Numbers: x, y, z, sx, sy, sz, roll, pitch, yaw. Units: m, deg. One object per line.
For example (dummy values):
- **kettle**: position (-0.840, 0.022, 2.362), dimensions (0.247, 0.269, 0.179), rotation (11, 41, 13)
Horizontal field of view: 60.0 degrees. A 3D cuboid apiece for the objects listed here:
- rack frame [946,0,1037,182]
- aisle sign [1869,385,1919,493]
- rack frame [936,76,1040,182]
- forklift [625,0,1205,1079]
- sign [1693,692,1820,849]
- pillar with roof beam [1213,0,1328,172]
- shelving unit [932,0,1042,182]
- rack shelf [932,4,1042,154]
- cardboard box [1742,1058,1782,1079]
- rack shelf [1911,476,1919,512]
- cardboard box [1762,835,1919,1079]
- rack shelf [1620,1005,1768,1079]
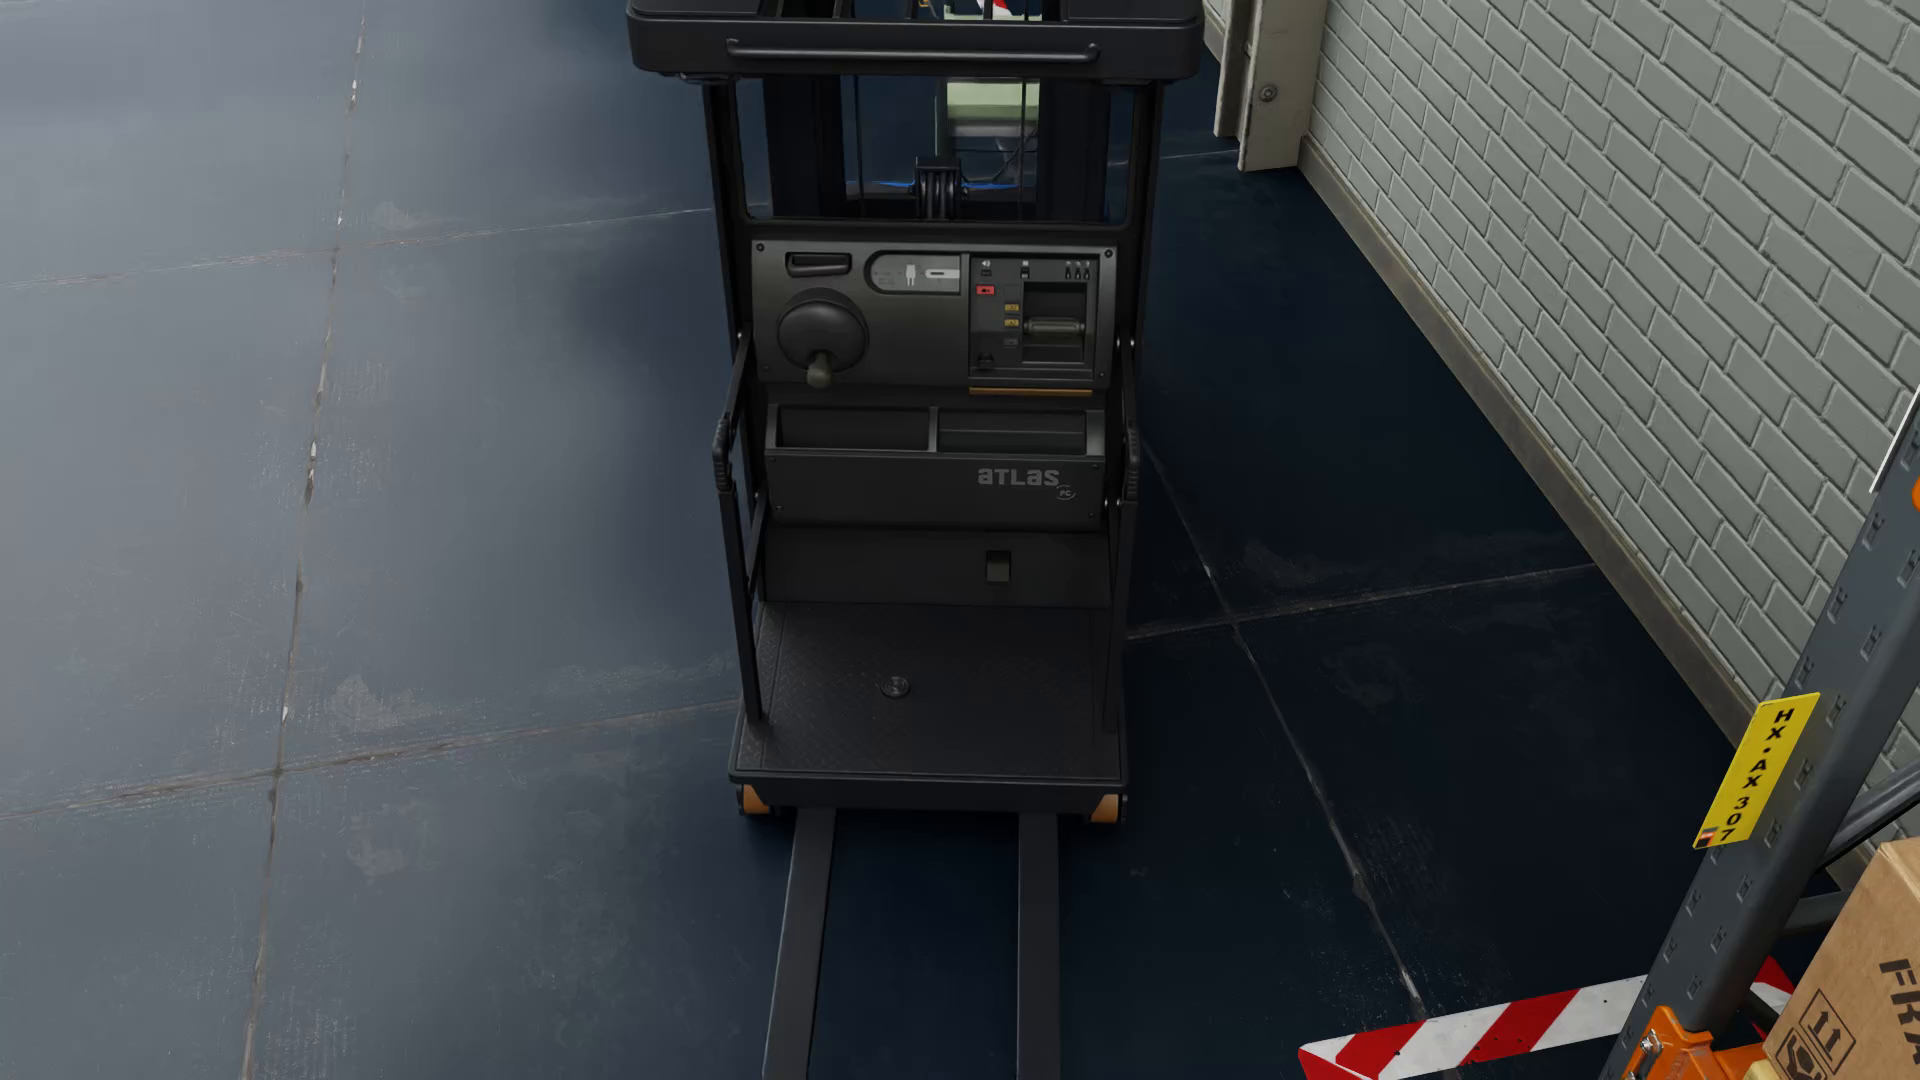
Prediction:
- **rack frame**: position (0.150, -1.469, 6.276), dimensions (0.400, 1.500, 0.023), rotation (1, 42, 1)
- **aisle sign**: position (1.394, -0.386, 1.967), dimensions (0.394, 0.787, 0.004), rotation (-8, 42, -9)
- **rack frame**: position (0.125, -0.984, 5.728), dimensions (0.400, 1.500, 0.023), rotation (1, 42, 1)
- **forklift**: position (-0.072, -0.496, 4.101), dimensions (1.130, 2.935, 3.031), rotation (1, 42, 1)
- **sign**: position (1.173, 0.344, 2.450), dimensions (0.100, 0.325, 0.005), rotation (-8, 42, -9)
- **pillar with roof beam**: position (-2.800, -4.596, 4.149), dimensions (9.100, 9.000, 0.400), rotation (-8, 42, -9)
- **shelving unit**: position (0.138, -1.227, 6.002), dimensions (0.431, 1.500, 0.755), rotation (1, 42, 1)
- **rack shelf**: position (0.138, -1.518, 5.743), dimensions (0.431, 0.370, 0.720), rotation (1, 42, 1)
- **cardboard box**: position (1.498, 1.001, 2.461), dimensions (0.500, 0.250, 0.500), rotation (-9, 42, -11)
- **rack shelf**: position (2.134, 1.034, 0.608), dimensions (1.077, 0.370, 4.000), rotation (-8, 42, -9)
- **cardboard box**: position (1.512, 0.711, 2.223), dimensions (0.500, 0.500, 0.500), rotation (-8, 42, -9)
- **rack shelf**: position (2.134, 2.156, 1.604), dimensions (1.077, 0.370, 4.000), rotation (-8, 42, -9)
